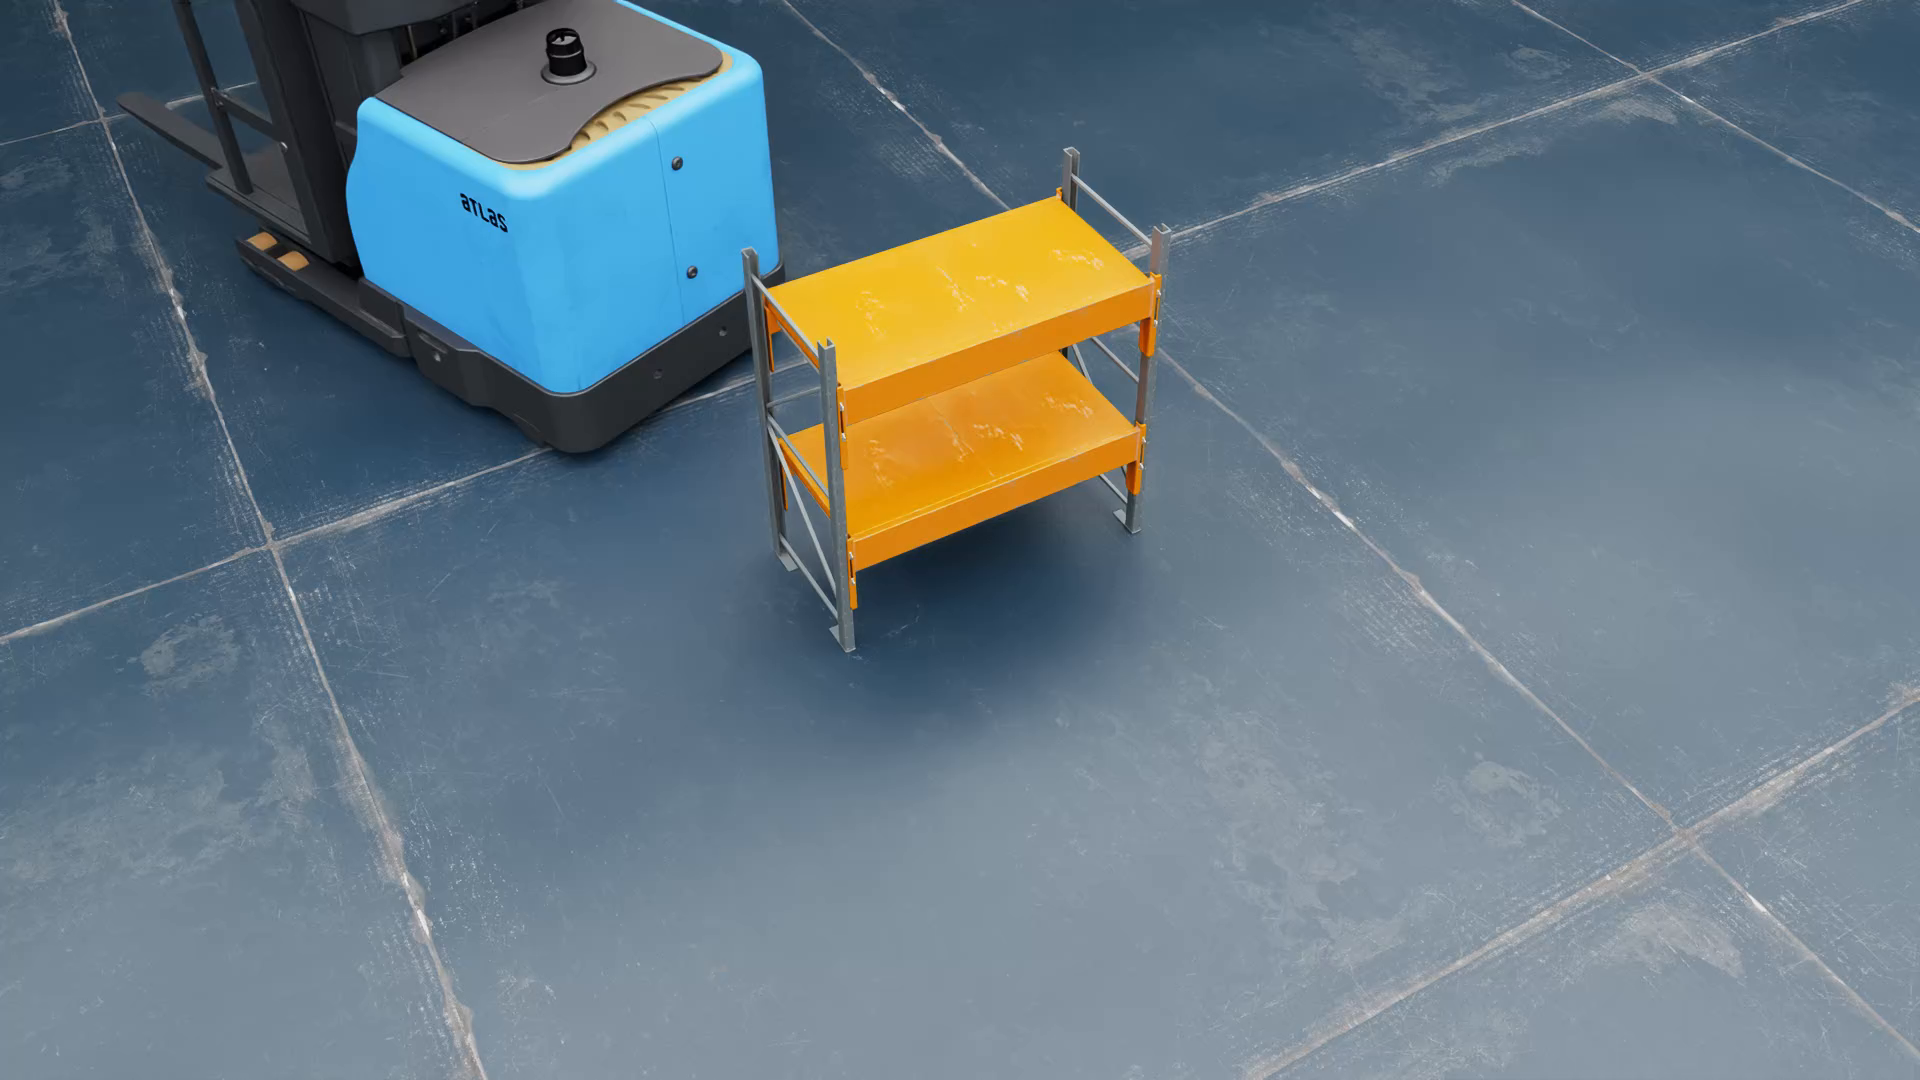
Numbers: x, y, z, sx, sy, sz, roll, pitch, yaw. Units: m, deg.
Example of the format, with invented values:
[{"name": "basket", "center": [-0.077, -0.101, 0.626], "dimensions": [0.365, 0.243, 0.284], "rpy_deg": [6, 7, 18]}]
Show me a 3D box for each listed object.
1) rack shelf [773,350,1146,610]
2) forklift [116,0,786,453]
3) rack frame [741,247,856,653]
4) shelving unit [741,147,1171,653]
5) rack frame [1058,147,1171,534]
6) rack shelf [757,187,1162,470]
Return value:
[{"name": "rack shelf", "center": [-0.006, -0.226, 5.026], "dimensions": [1.000, 0.278, 0.538], "rpy_deg": [-22, 48, -21]}, {"name": "forklift", "center": [-2.073, -2.207, 5.420], "dimensions": [3.031, 2.935, 1.130], "rpy_deg": [30, 52, 27]}, {"name": "rack frame", "center": [-0.447, -0.225, 4.674], "dimensions": [0.032, 1.125, 0.500], "rpy_deg": [-22, 48, -21]}, {"name": "shelving unit", "center": [-0.006, -0.401, 4.856], "dimensions": [1.048, 1.125, 0.538], "rpy_deg": [-22, 48, -21]}, {"name": "rack frame", "center": [0.435, -0.578, 5.038], "dimensions": [0.032, 1.125, 0.500], "rpy_deg": [-22, 48, -21]}, {"name": "rack shelf", "center": [-0.006, -0.611, 4.652], "dimensions": [1.000, 0.278, 0.538], "rpy_deg": [-22, 48, -21]}]
